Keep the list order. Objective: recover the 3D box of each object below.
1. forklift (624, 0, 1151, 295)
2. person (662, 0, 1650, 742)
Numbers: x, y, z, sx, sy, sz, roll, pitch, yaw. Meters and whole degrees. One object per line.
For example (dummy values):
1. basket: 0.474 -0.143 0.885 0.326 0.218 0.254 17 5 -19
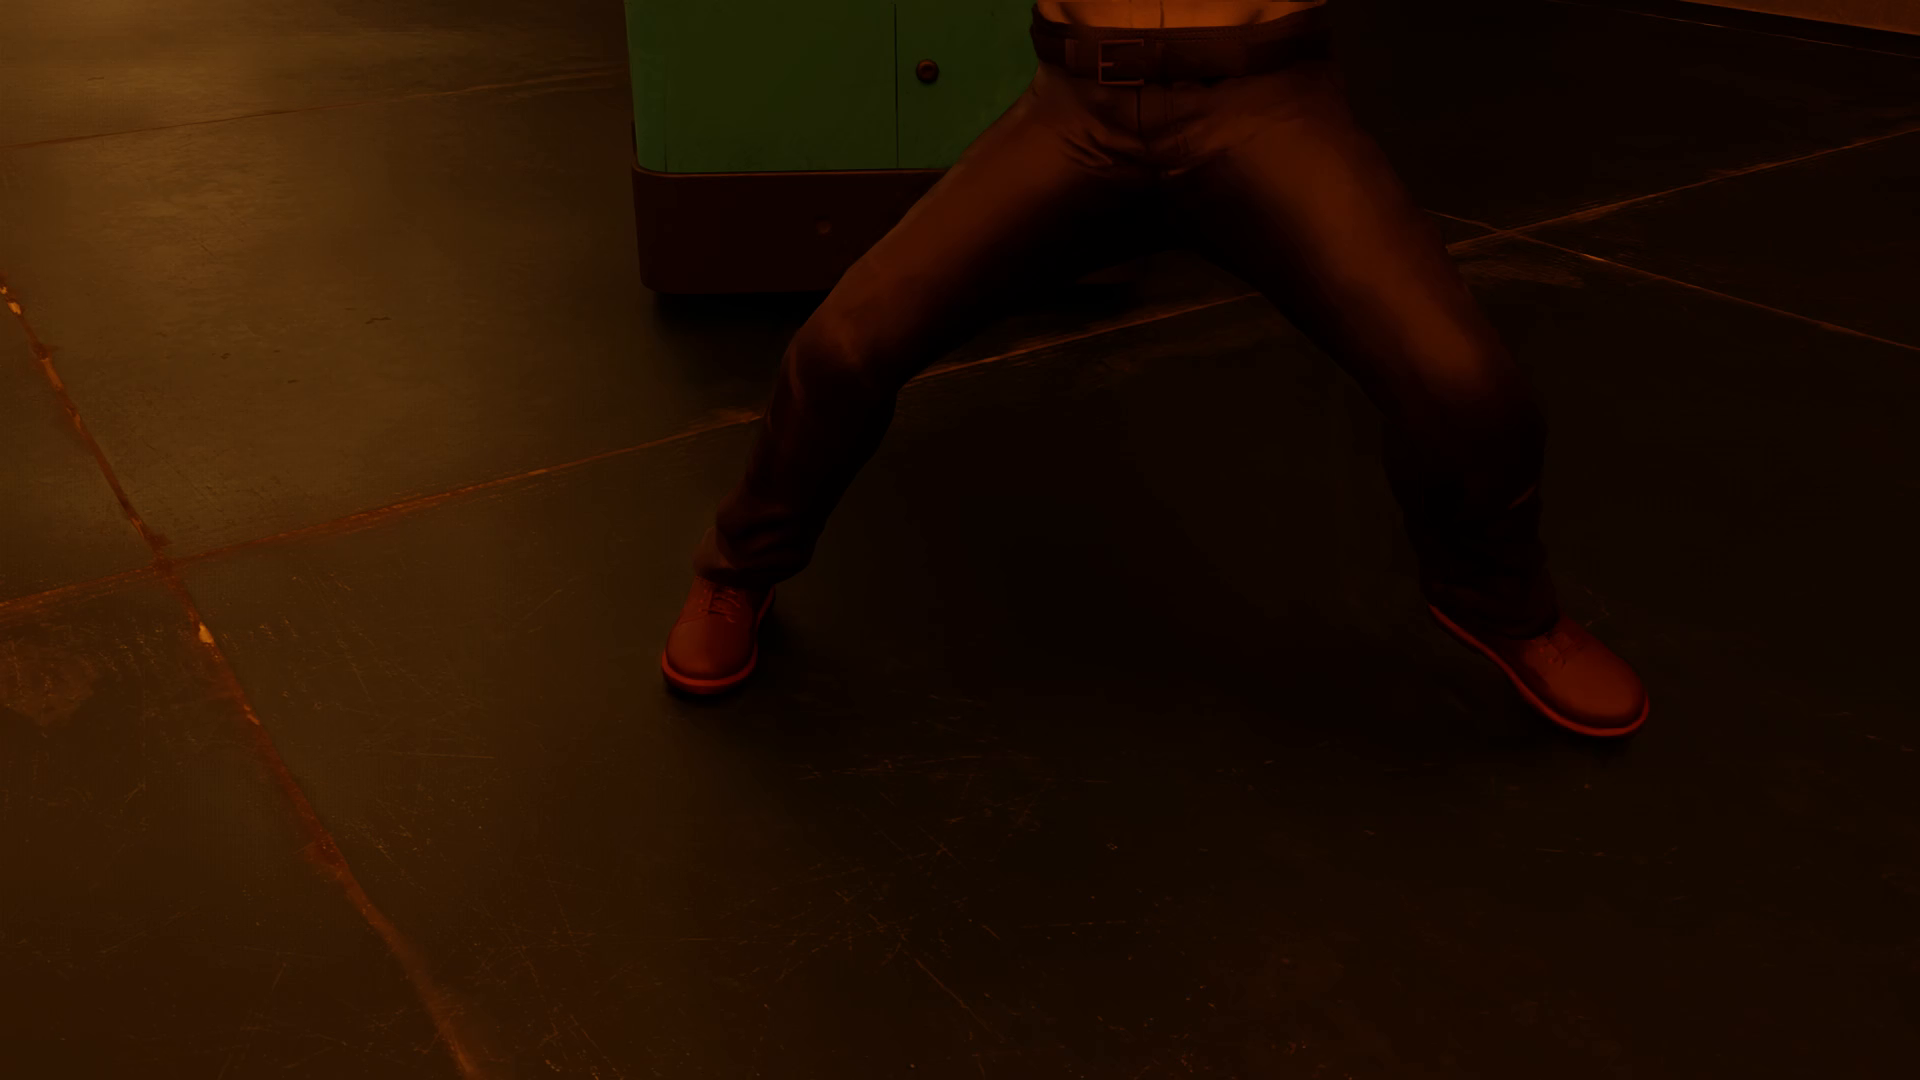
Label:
1. forklift: -0.238 -2.426 4.067 1.130 2.935 3.031 -2 27 -4
2. person: 0.219 -0.458 1.818 1.204 1.430 0.626 14 30 25
